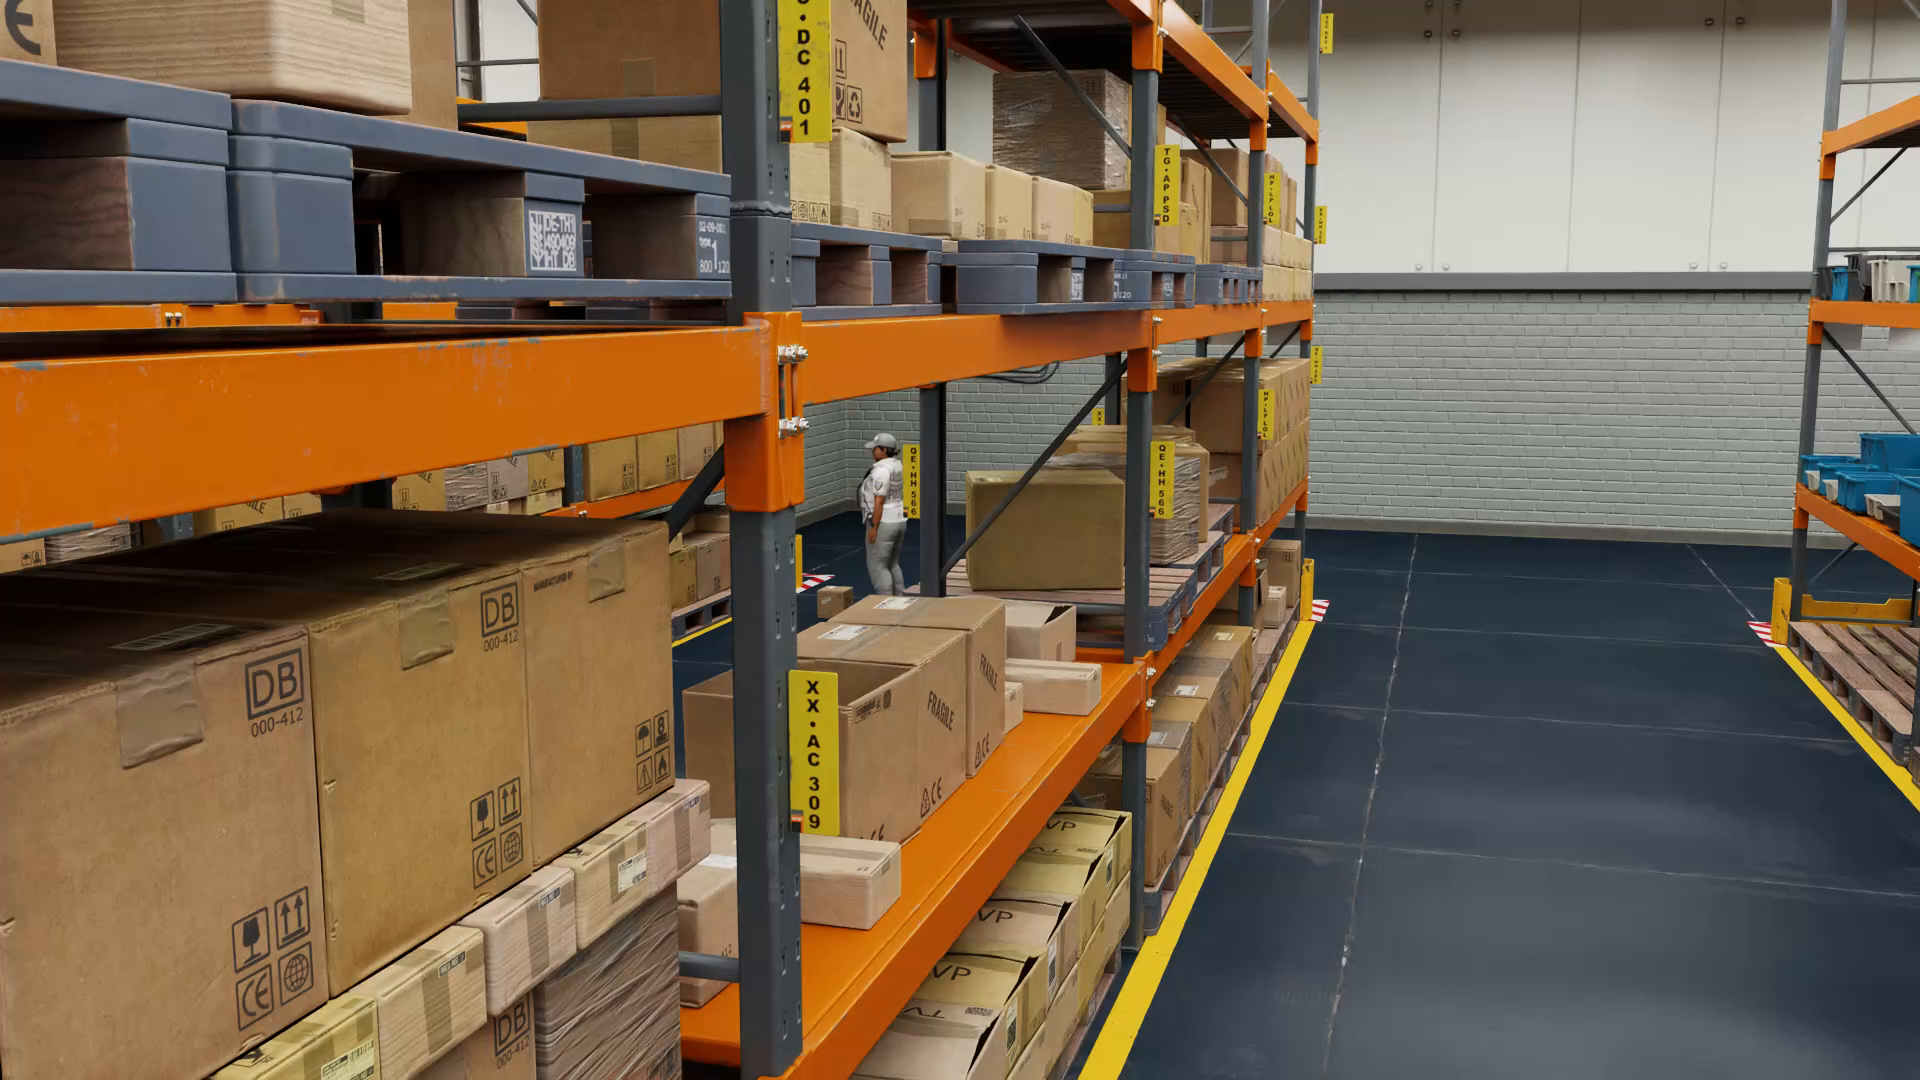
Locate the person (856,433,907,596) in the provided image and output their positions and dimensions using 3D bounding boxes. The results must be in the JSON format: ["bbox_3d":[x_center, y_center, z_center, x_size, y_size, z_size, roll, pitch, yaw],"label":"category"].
[{"bbox_3d":[-0.677,-0.102,14.618,0.391,1.682,0.467,3,9,18],"label":"person"}]
